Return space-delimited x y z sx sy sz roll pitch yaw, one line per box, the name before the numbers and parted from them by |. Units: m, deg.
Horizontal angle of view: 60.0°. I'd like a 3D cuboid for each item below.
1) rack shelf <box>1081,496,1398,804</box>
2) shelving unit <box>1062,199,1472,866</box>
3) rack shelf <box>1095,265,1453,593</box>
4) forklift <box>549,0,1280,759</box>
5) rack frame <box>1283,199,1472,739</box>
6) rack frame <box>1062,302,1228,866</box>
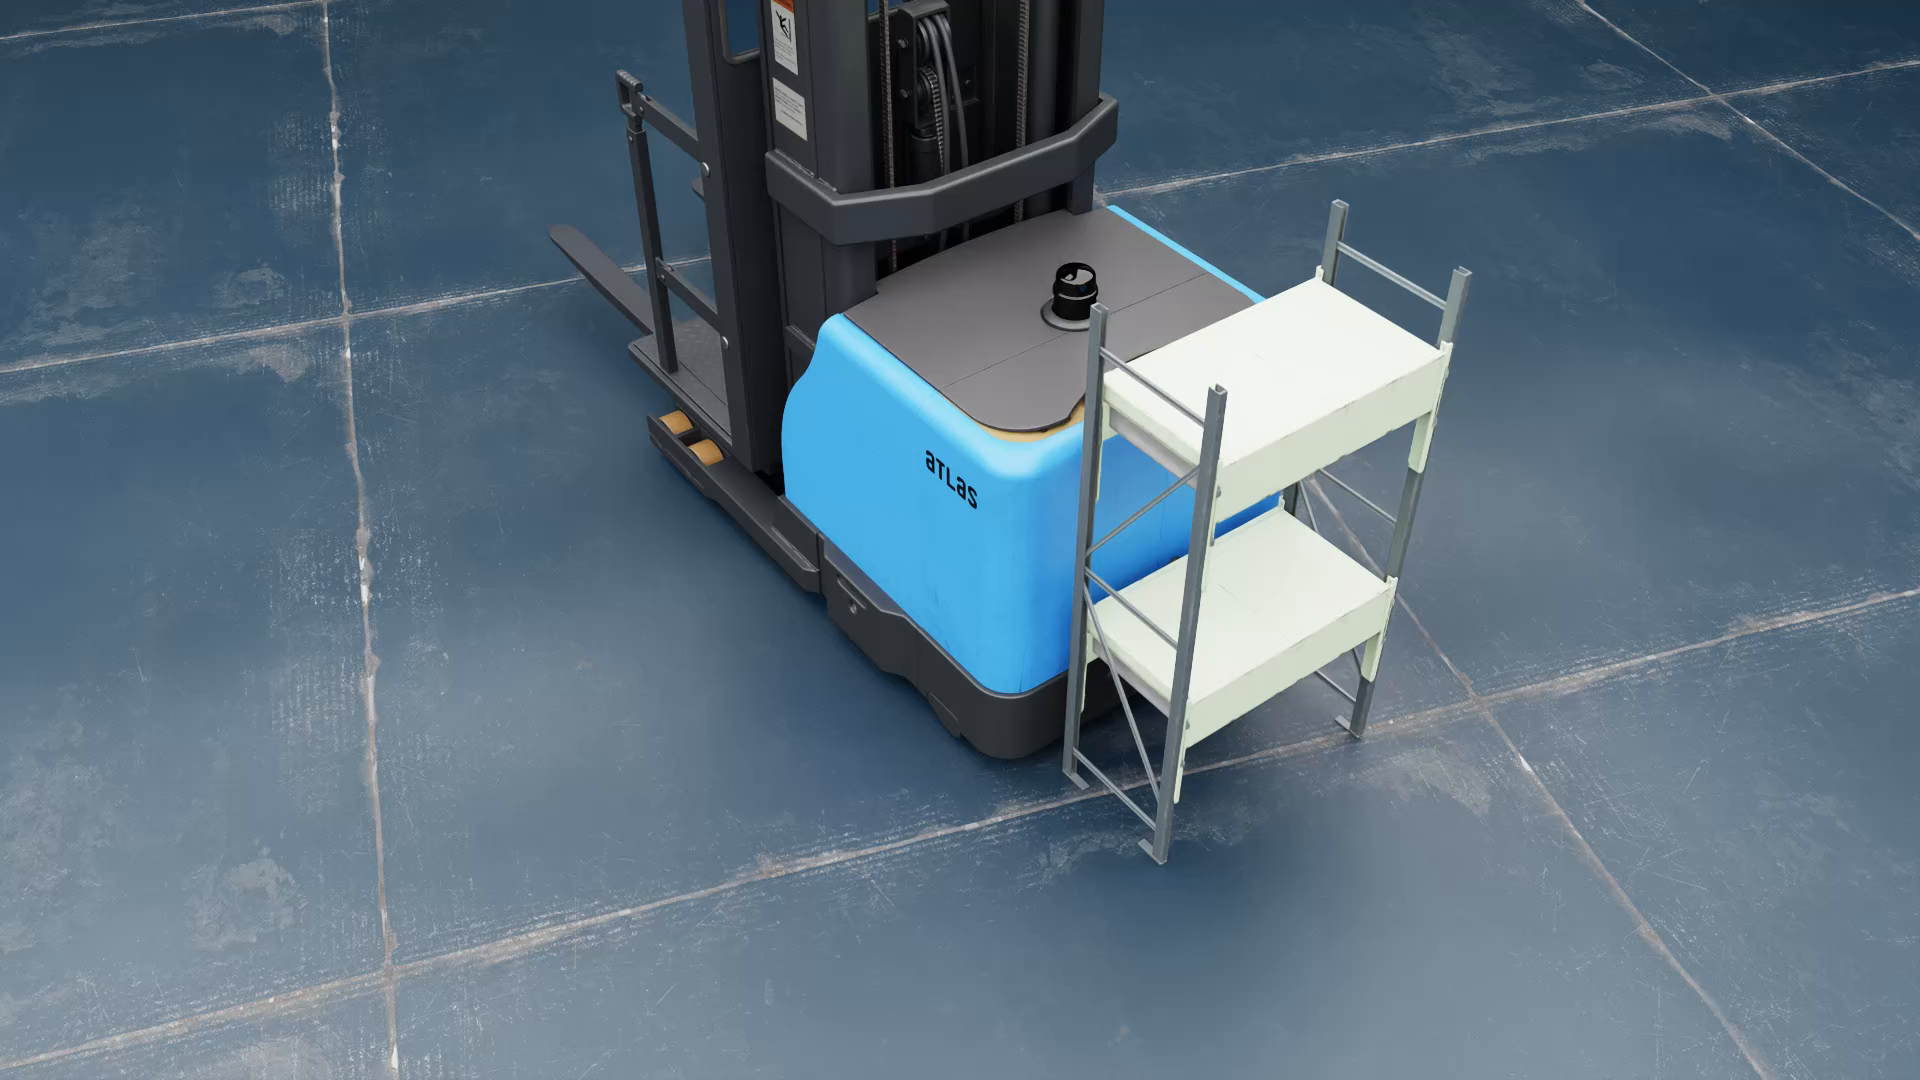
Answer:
rack shelf | 0.700 0.268 4.299 0.720 0.370 0.431 -26 47 -27
shelving unit | 0.700 0.023 4.084 0.755 1.500 0.431 -26 47 -27
rack shelf | 0.700 -0.271 3.827 0.720 0.370 0.431 -26 47 -27
forklift | -0.376 -1.437 4.667 1.130 2.935 3.031 -26 47 -27
rack frame | 0.993 -0.121 4.249 0.023 1.500 0.400 -26 47 -27
rack frame | 0.406 0.166 3.920 0.023 1.500 0.400 -26 47 -27
